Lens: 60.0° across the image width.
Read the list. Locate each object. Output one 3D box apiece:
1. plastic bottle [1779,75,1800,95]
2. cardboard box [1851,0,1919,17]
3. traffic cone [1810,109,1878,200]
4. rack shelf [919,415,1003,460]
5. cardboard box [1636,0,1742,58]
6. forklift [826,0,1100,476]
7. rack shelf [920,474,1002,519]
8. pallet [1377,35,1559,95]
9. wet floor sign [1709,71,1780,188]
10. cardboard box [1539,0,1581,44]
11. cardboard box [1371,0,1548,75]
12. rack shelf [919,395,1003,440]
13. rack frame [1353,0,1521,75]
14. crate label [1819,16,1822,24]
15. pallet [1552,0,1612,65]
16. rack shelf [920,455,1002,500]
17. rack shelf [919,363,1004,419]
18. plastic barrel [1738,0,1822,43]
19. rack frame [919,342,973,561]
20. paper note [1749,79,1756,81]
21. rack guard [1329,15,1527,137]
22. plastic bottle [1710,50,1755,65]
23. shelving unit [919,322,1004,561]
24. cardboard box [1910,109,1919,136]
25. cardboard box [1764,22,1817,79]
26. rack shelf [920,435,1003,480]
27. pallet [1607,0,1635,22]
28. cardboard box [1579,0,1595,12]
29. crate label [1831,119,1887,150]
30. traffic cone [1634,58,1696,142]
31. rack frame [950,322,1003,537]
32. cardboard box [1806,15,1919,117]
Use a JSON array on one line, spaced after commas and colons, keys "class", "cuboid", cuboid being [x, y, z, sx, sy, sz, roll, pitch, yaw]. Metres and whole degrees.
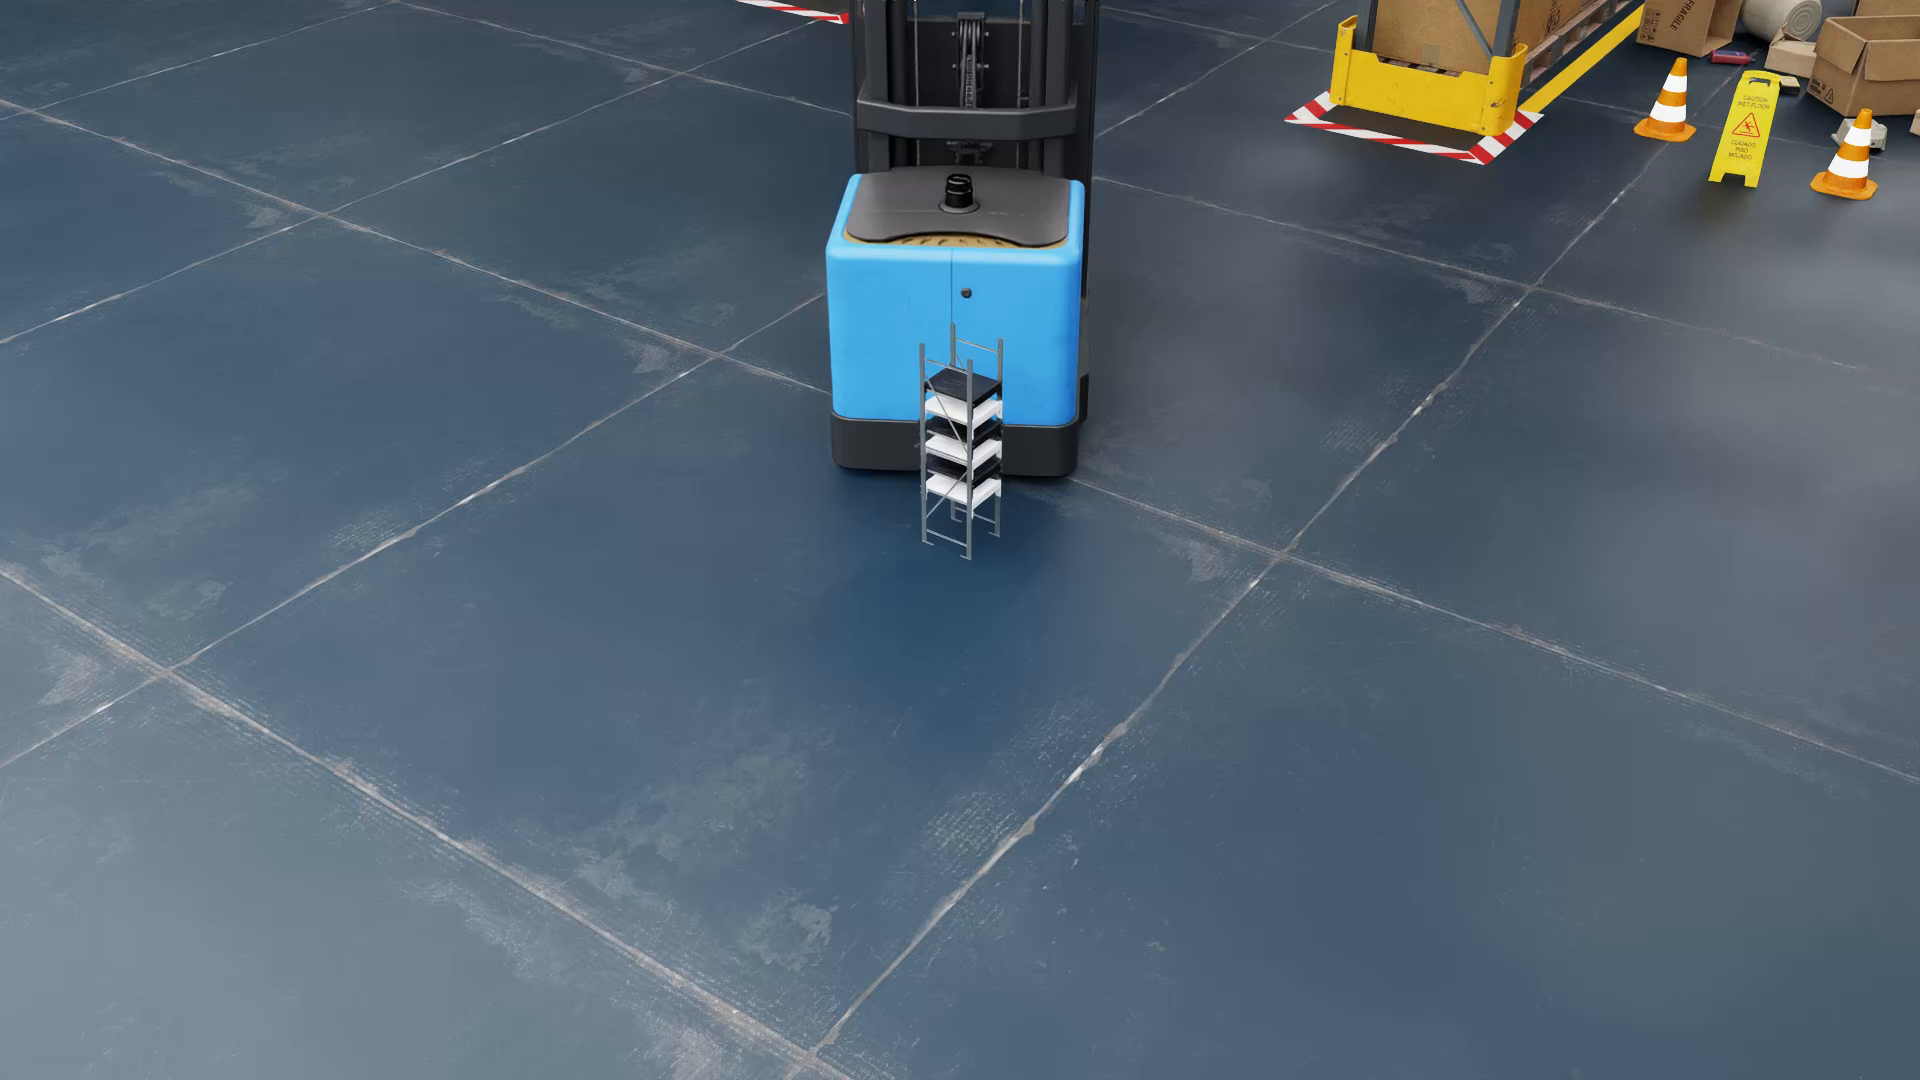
[{"class": "plastic bottle", "cuboid": [5.599, -3.091, 11.267, 0.133, 0.061, 0.283, 8, 35, 12]}, {"class": "cardboard box", "cuboid": [6.596, -3.597, 11.498, 0.797, 0.637, 0.503, 21, 39, 28]}, {"class": "traffic cone", "cuboid": [5.228, -2.282, 9.711, 0.336, 0.463, 0.334, 21, 39, 28]}, {"class": "rack shelf", "cuboid": [0.005, -0.423, 6.472, 0.258, 0.077, 0.200, 21, 39, 28]}, {"class": "cardboard box", "cuboid": [5.263, -3.823, 11.955, 0.500, 0.500, 0.500, 29, 44, 36]}, {"class": "forklift", "cuboid": [0.080, -2.286, 7.513, 1.130, 2.935, 3.031, 2, 34, 4]}, {"class": "rack shelf", "cuboid": [0.005, -0.200, 6.623, 0.258, 0.077, 0.200, 21, 39, 28]}, {"class": "pallet", "cuboid": [3.416, -3.297, 11.437, 1.003, 0.211, 1.213, 21, 39, 28]}, {"class": "wet floor sign", "cuboid": [4.634, -2.438, 9.779, 0.267, 0.644, 0.232, 14, 37, 20]}, {"class": "cardboard box", "cuboid": [3.857, -4.092, 11.645, 0.875, 0.875, 0.875, 21, 39, 27]}, {"class": "cardboard box", "cuboid": [3.357, -3.686, 11.045, 0.875, 0.875, 0.875, 21, 40, 28]}, {"class": "rack shelf", "cuboid": [0.005, -0.498, 6.421, 0.258, 0.077, 0.200, 21, 39, 28]}, {"class": "rack frame", "cuboid": [3.024, -4.059, 10.075, 1.000, 3.000, 0.127, 21, 39, 28]}, {"class": "crate label", "cuboid": [6.240, -3.895, 12.387, 0.298, 0.136, 0.250, -3, 34, -4]}, {"class": "pallet", "cuboid": [4.112, -3.856, 12.264, 1.003, 0.211, 1.213, 21, 39, 28]}, {"class": "rack shelf", "cuboid": [0.005, -0.274, 6.573, 0.258, 0.077, 0.200, 21, 39, 28]}, {"class": "rack shelf", "cuboid": [0.005, -0.573, 6.371, 0.258, 0.077, 0.200, 21, 39, 28]}, {"class": "plastic barrel", "cuboid": [5.918, -3.821, 12.022, 0.421, 0.421, 0.512, -9, 35, -13]}, {"class": "rack frame", "cuboid": [-0.053, -0.330, 6.434, 0.240, 0.900, 0.006, 21, 39, 28]}, {"class": "paper note", "cuboid": [5.405, -3.151, 11.400, 0.123, 0.001, 0.032, -15, 37, -21]}, {"class": "rack guard", "cuboid": [3.011, -3.013, 10.759, 1.175, 0.500, 0.348, 21, 39, 28]}, {"class": "plastic bottle", "cuboid": [5.447, -3.400, 11.723, 0.283, 0.061, 0.133, 8, 35, 12]}, {"class": "shelving unit", "cuboid": [0.005, -0.376, 6.503, 0.258, 0.900, 0.210, 21, 39, 28]}, {"class": "cardboard box", "cuboid": [6.236, -2.592, 10.450, 0.250, 0.149, 0.380, -15, 37, -21]}, {"class": "cardboard box", "cuboid": [5.838, -3.388, 11.523, 0.396, 0.266, 0.258, 29, 44, 36]}, {"class": "rack shelf", "cuboid": [0.005, -0.349, 6.522, 0.258, 0.077, 0.200, 21, 39, 28]}, {"class": "pallet", "cuboid": [4.807, -4.420, 13.098, 1.003, 0.211, 1.213, 21, 39, 28]}, {"class": "cardboard box", "cuboid": [4.378, -4.511, 12.264, 0.875, 0.875, 0.875, 22, 40, 29]}, {"class": "crate label", "cuboid": [5.625, -2.528, 10.367, 0.250, 0.136, 0.298, 3, 34, 4]}, {"class": "traffic cone", "cuboid": [4.494, -2.799, 10.476, 0.336, 0.463, 0.334, 21, 39, 28]}, {"class": "rack frame", "cuboid": [0.063, -0.423, 6.573, 0.240, 0.900, 0.006, 21, 39, 28]}, {"class": "cardboard box", "cuboid": [6.070, -3.108, 10.896, 0.797, 0.503, 0.637, -3, 34, -4]}]
